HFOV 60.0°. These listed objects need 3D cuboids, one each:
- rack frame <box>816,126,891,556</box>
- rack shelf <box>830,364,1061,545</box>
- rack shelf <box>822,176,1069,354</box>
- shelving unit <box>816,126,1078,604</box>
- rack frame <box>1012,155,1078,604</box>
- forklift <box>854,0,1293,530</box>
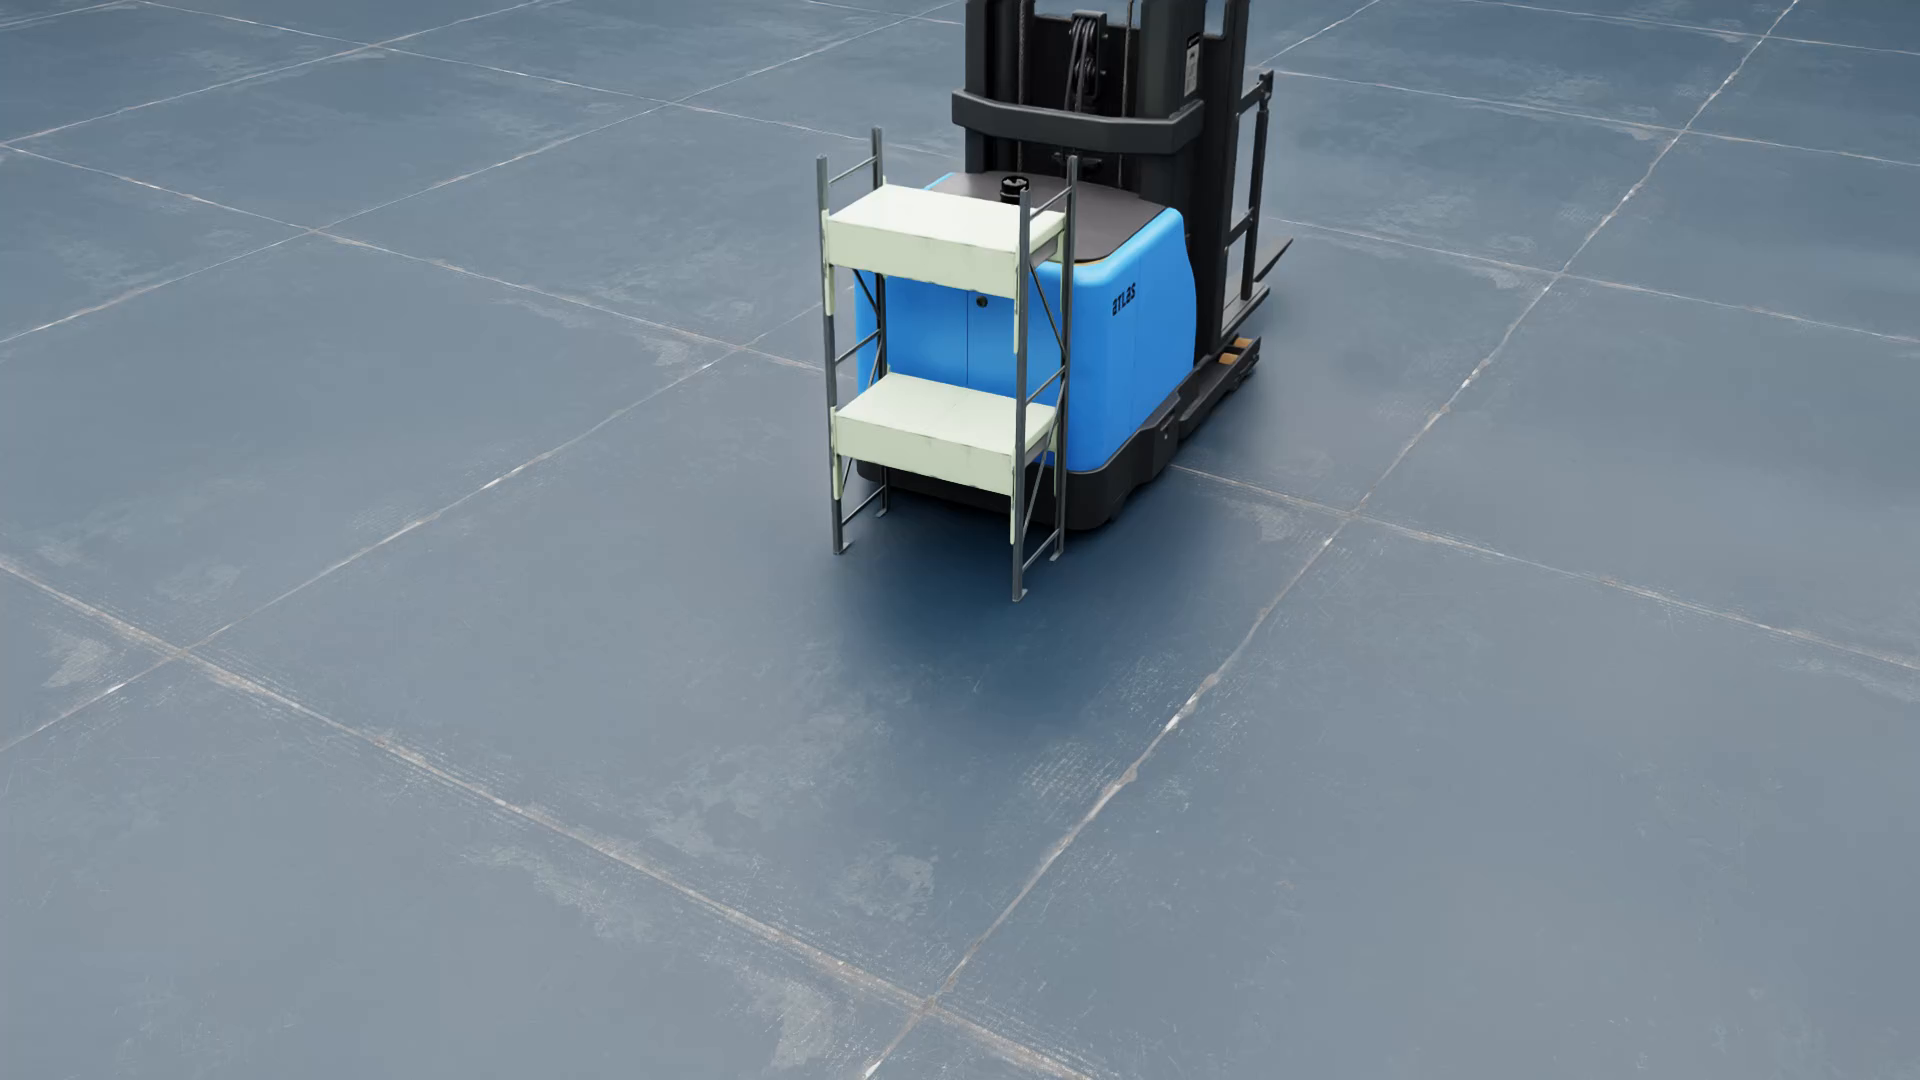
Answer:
[{"bbox_3d":[-0.369,-0.682,5.931,0.023,1.500,0.400,14,33,23],"label":"rack frame"},{"bbox_3d":[-0.042,-0.317,5.953,0.720,0.370,0.431,14,33,23],"label":"rack shelf"},{"bbox_3d":[-0.042,-0.936,5.592,0.720,0.370,0.431,14,33,23],"label":"rack shelf"},{"bbox_3d":[-0.042,-0.599,5.788,0.755,1.500,0.431,14,33,23],"label":"shelving unit"},{"bbox_3d":[0.284,-0.515,5.645,0.023,1.500,0.400,14,33,23],"label":"rack frame"},{"bbox_3d":[0.708,-2.020,6.804,1.130,2.935,3.031,14,33,23],"label":"forklift"}]
